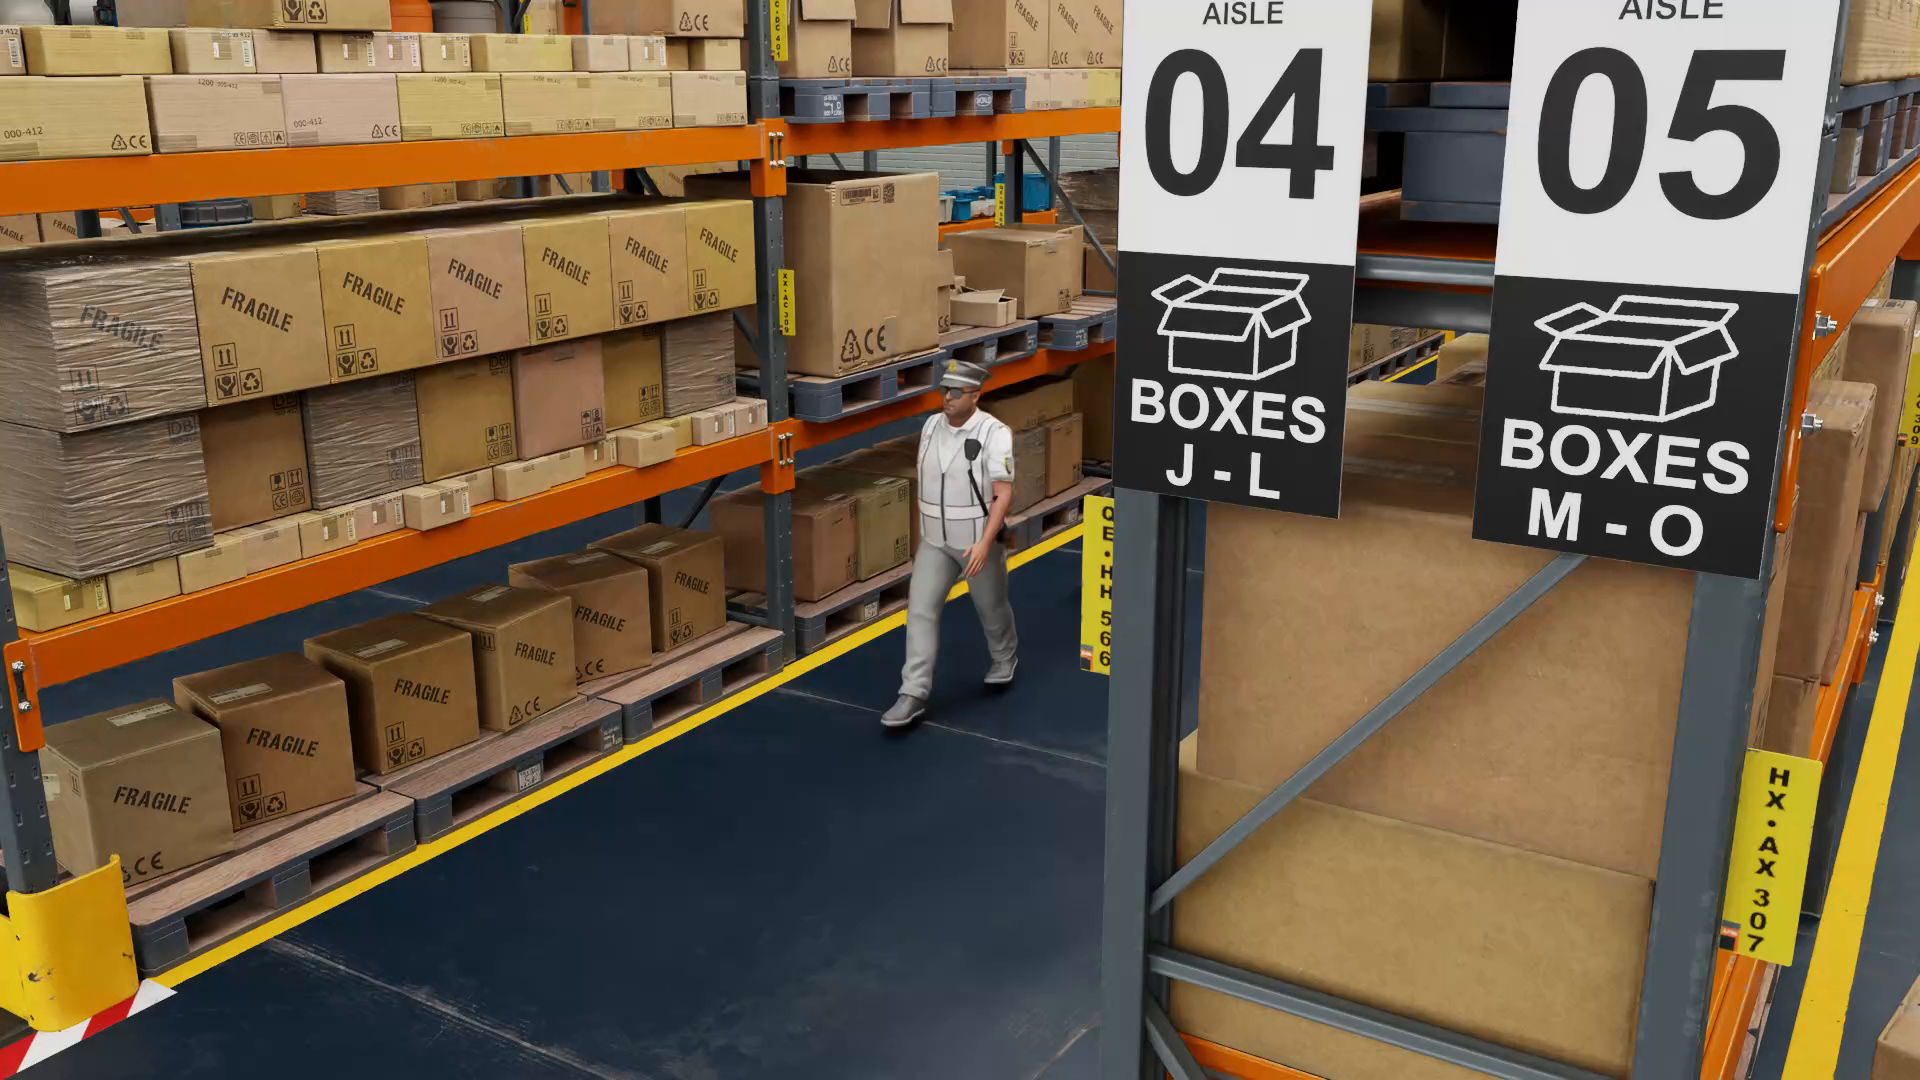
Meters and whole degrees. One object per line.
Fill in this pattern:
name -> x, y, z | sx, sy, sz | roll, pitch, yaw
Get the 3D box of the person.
person -> -0.014, -0.023, 8.018 | 0.545, 1.710, 1.052 | 8, 18, 25
